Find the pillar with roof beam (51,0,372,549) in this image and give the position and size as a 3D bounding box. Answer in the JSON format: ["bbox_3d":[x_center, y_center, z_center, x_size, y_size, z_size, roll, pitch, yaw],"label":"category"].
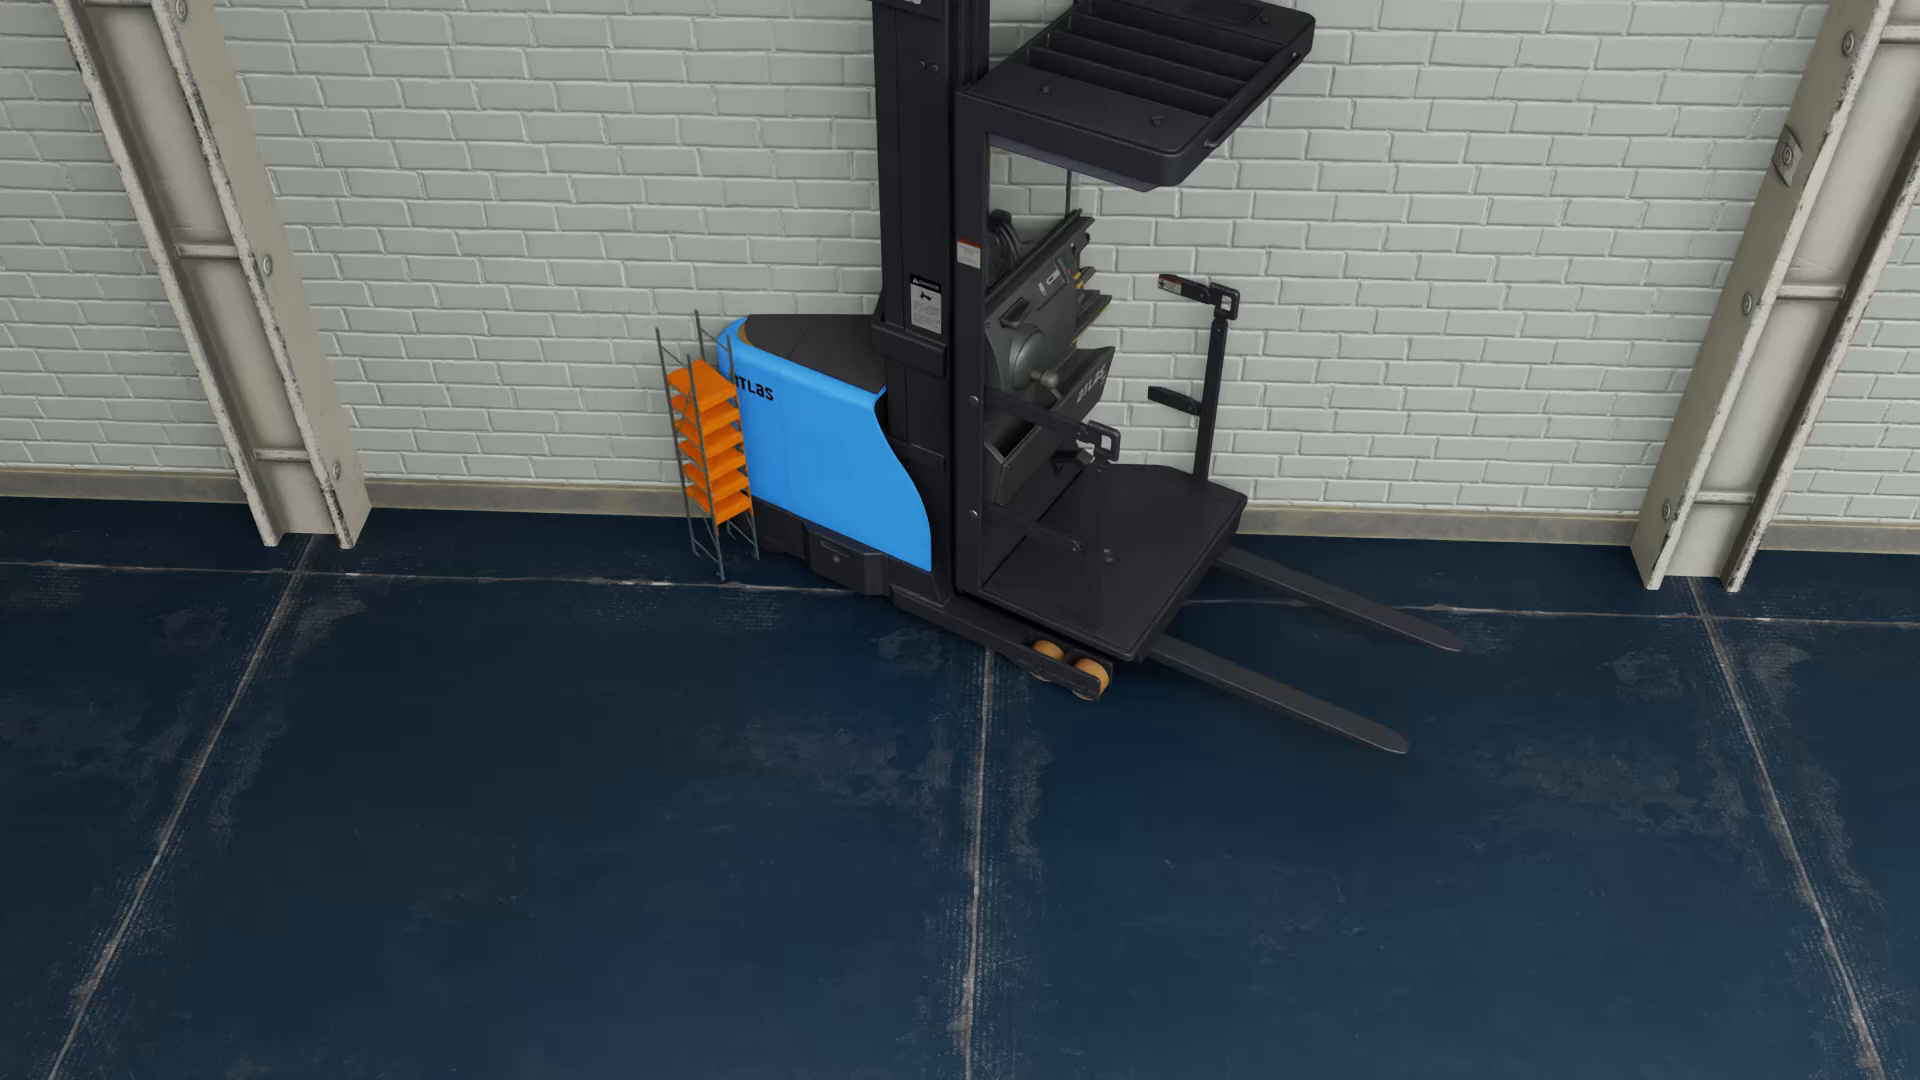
[{"bbox_3d":[-3.050,-0.435,1.200,0.400,9.000,9.100,2,43,2],"label":"pillar with roof beam"}]

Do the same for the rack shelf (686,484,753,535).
[{"bbox_3d":[-1.026,-0.162,7.044,0.180,0.103,0.258,-31,51,-28],"label":"rack shelf"}]

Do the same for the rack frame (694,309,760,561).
[{"bbox_3d":[-0.959,-0.411,6.892,0.006,1.200,0.240,-31,51,-28],"label":"rack frame"}]

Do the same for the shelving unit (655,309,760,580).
[{"bbox_3d":[-1.029,-0.369,6.849,0.189,1.200,0.258,-31,51,-28],"label":"shelving unit"}]

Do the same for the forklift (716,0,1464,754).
[{"bbox_3d":[0.531,-0.850,6.098,3.031,2.935,1.130,23,48,22],"label":"forklift"}]

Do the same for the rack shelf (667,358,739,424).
[{"bbox_3d":[-1.033,-0.599,6.633,0.180,0.103,0.258,-31,51,-28],"label":"rack shelf"}]

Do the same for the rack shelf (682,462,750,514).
[{"bbox_3d":[-1.027,-0.250,6.962,0.180,0.103,0.258,-31,51,-28],"label":"rack shelf"}]

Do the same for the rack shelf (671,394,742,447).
[{"bbox_3d":[-1.032,-0.512,6.715,0.180,0.103,0.258,-31,51,-28],"label":"rack shelf"}]

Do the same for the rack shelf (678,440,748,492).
[{"bbox_3d":[-1.029,-0.337,6.879,0.180,0.103,0.258,-31,51,-28],"label":"rack shelf"}]

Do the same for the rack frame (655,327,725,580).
[{"bbox_3d":[-1.099,-0.328,6.807,0.006,1.200,0.240,-31,51,-28],"label":"rack frame"}]

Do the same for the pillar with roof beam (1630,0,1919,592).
[{"bbox_3d":[2.944,-0.250,1.002,0.400,9.000,9.100,2,43,2],"label":"pillar with roof beam"}]

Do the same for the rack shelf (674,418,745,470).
[{"bbox_3d":[-1.030,-0.424,6.797,0.180,0.103,0.258,-31,51,-28],"label":"rack shelf"}]
